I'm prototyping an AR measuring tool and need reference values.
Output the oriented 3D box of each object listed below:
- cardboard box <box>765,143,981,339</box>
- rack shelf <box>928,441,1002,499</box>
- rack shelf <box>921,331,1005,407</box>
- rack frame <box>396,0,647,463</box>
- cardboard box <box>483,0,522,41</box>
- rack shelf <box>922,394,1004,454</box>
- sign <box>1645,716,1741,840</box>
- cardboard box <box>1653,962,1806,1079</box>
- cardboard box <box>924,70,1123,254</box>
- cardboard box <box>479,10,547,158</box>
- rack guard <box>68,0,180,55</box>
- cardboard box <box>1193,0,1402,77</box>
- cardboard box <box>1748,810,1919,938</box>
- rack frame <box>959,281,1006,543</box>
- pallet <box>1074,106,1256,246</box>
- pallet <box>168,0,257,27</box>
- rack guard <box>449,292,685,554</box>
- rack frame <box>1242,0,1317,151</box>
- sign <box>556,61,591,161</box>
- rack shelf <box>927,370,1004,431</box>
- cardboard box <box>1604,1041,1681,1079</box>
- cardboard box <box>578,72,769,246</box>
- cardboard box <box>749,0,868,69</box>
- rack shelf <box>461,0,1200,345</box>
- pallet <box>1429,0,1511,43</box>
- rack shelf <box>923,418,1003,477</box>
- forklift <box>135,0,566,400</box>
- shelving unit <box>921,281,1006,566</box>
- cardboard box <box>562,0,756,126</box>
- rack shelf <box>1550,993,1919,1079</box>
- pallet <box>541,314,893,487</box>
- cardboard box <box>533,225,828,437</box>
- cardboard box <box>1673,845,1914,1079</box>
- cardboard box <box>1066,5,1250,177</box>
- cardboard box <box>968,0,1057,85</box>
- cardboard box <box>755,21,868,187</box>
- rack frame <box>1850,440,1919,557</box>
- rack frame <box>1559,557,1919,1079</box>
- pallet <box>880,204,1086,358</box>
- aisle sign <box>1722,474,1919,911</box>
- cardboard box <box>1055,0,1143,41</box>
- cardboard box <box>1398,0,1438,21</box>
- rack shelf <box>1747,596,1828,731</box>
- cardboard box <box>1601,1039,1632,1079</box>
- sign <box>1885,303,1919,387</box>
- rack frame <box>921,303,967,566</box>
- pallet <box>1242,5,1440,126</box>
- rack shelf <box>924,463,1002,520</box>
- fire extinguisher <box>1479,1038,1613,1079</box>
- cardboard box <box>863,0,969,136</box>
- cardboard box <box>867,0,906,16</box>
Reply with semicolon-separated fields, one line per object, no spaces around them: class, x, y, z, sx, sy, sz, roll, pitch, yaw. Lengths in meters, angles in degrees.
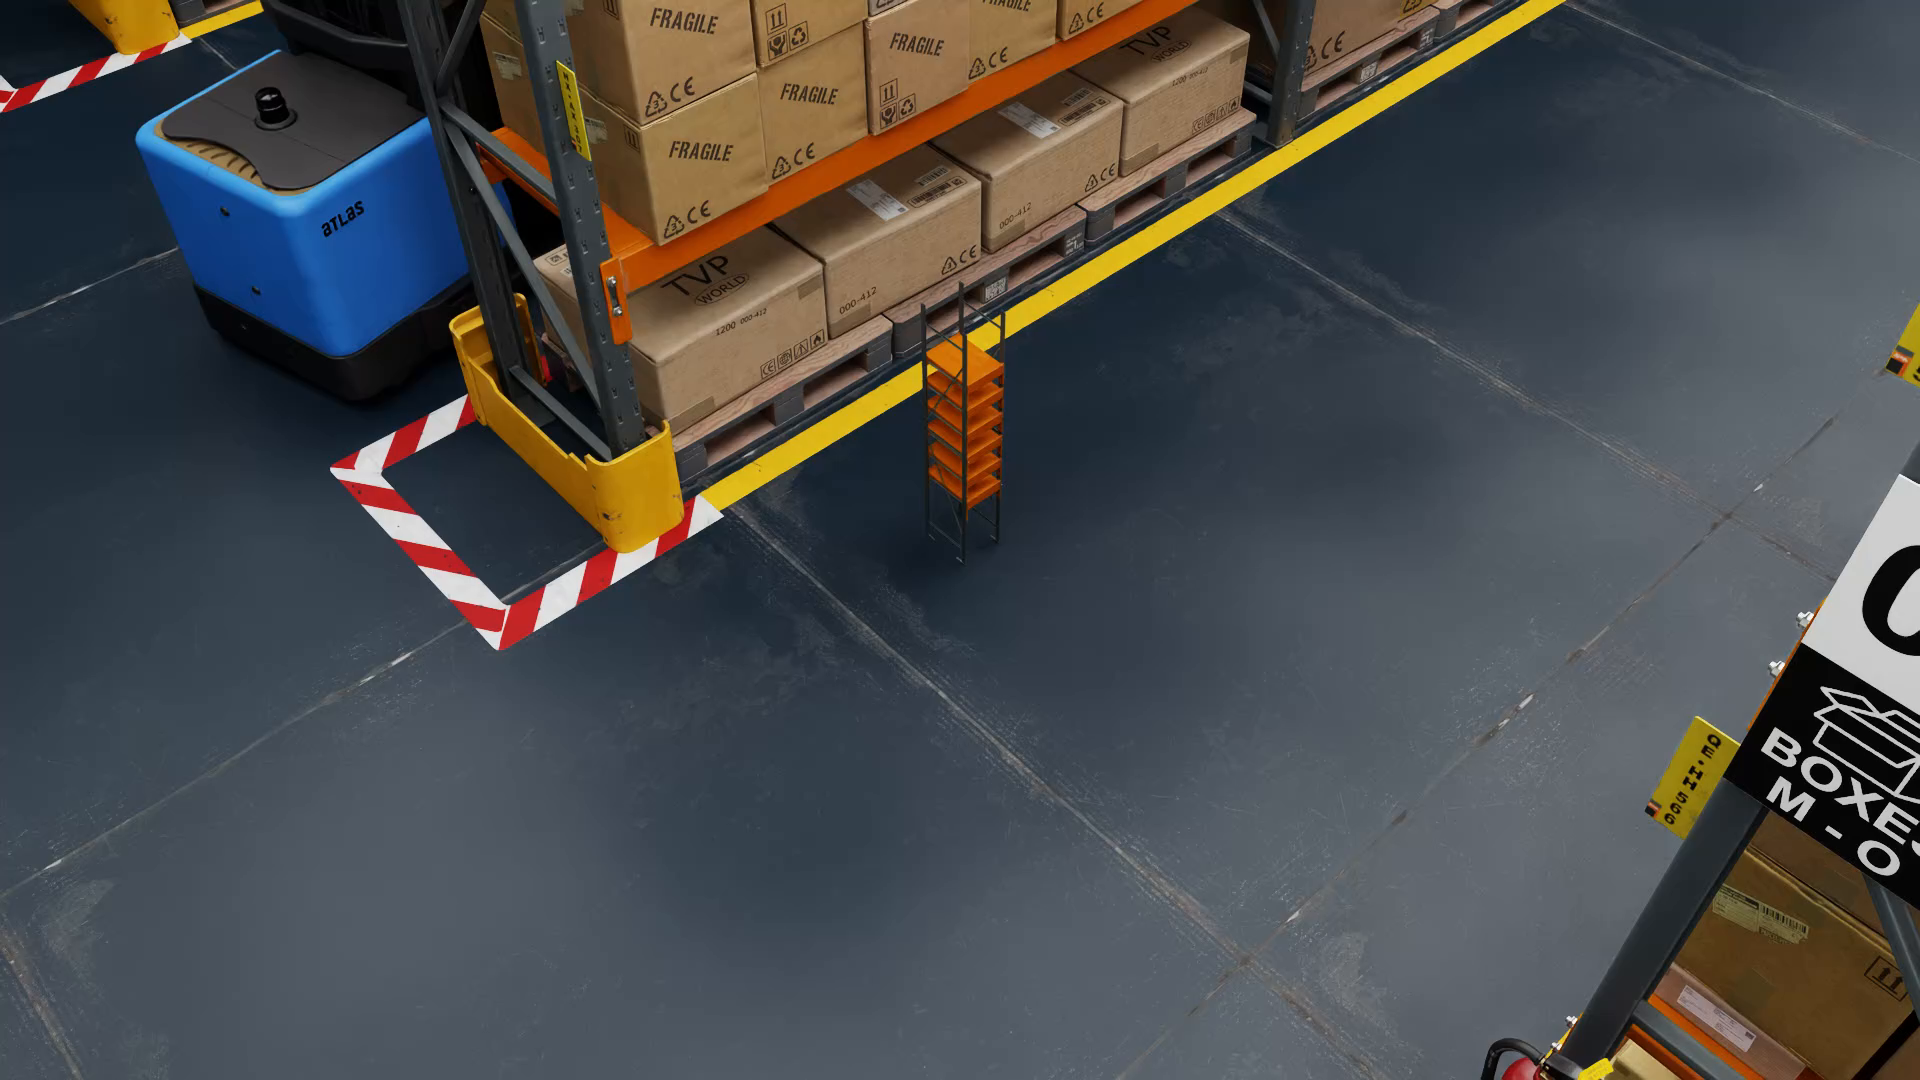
cardboard box;-0.515;-1.468;7.521;0.875;0.438;0.875;-32;55;-26
rack shelf;0.011;-0.303;6.436;0.180;0.103;0.258;-34;56;-27
rack shelf;0.011;-0.628;6.084;0.180;0.103;0.258;-34;56;-27
rack frame;-1.607;-1.357;5.961;0.127;3.000;1.000;-34;56;-27
cardboard box;-1.411;-2.098;5.896;0.500;0.500;0.500;-32;55;-26
rack shelf;0.011;-0.465;6.260;0.180;0.103;0.258;-34;56;-27
sign;1.439;0.473;3.269;0.005;0.325;0.100;-34;56;-27
cardboard box;1.849;1.055;3.906;0.250;0.149;0.380;-34;56;-27
cardboard box;0.154;-1.913;7.932;0.875;0.438;0.875;-35;56;-28
cardboard box;-1.428;-1.773;6.277;0.500;0.500;0.500;-33;56;-27
rack guard;-4.893;-3.244;9.403;0.348;0.500;1.175;-34;56;-27
cardboard box;1.757;-3.107;8.735;0.875;0.875;0.875;-32;55;-26
cardboard box;1.969;0.449;3.344;0.500;0.500;0.500;-35;56;-28
rack frame;0.078;-0.459;6.357;0.006;1.200;0.240;-34;56;-27
pallet;0.737;-2.056;8.503;1.213;0.211;1.003;-34;56;-27
pallet;-4.304;-3.541;9.874;1.213;0.211;1.003;-34;56;-27
rack guard;-1.625;-0.497;6.869;0.348;0.500;1.175;-34;56;-27
rack frame;1.352;-3.335;7.786;0.127;3.000;1.000;-34;56;-27
sign;-1.238;-1.373;5.333;0.005;0.325;0.100;-34;56;-27
rack shelf;0.011;-0.547;6.172;0.180;0.103;0.258;-34;56;-27
cardboard box;2.019;1.508;4.567;0.250;0.149;0.380;-33;55;-27
cardboard box;-1.059;-1.472;5.999;0.500;0.500;0.500;-34;56;-27
cardboard box;-0.683;-2.072;5.872;0.500;0.500;0.500;-35;56;-28
rack shelf;-0.127;-2.102;7.138;4.000;0.370;1.077;-34;56;-27
pallet;2.776;-3.418;9.760;1.213;0.211;1.003;-34;56;-27
rack shelf;0.011;-0.384;6.348;0.180;0.103;0.258;-34;56;-27
forklift;-2.191;-2.657;7.207;1.130;2.935;3.031;26;53;22
shelving unit;0.011;-0.414;6.316;0.189;1.200;0.258;-34;56;-27
cardboard box;-1.060;-1.812;5.633;0.500;0.500;0.500;-35;56;-28
rack shelf;3.277;0.540;4.700;4.000;0.370;1.077;-34;56;-27
pallet;-1.068;-0.849;7.390;1.213;0.211;1.003;-34;56;-27
cardboard box;-1.186;-1.011;7.100;0.875;0.438;0.875;-36;57;-28
cardboard box;1.957;0.788;3.712;0.500;0.500;0.500;-33;55;-26
cardboard box;0.816;-2.356;8.341;0.875;0.438;0.875;-35;56;-28
cardboard box;0.044;-2.236;6.704;0.500;0.500;0.500;-32;55;-26
cardboard box;-0.703;-1.737;6.244;0.500;0.500;0.500;-35;56;-28
rack frame;1.798;-0.750;1.319;0.127;3.000;1.000;-34;56;-27
rack frame;1.798;1.285;3.524;0.127;3.000;1.000;-34;56;-27
pallet;-0.166;-1.449;7.944;1.213;0.211;1.003;-34;56;-27
aisle sign;1.542;0.276;2.685;0.004;0.787;0.394;-34;56;-27
cardboard box;0.442;-2.486;6.935;0.500;0.500;0.500;-35;56;-28
cardboard box;2.420;-3.557;9.151;0.875;0.875;0.875;-32;55;-26
rack shelf;3.277;-0.477;3.598;4.000;0.370;1.077;-34;56;-27
cardboard box;1.996;1.592;4.692;0.250;0.149;0.380;-35;56;-28
sign;1.439;-0.344;2.383;0.005;0.325;0.100;-34;56;-27
rack frame;-0.057;-0.369;6.274;0.006;1.200;0.240;-34;56;-27
pallet;1.873;-2.811;9.200;1.213;0.211;1.003;-34;56;-27
rack shelf;0.011;-0.221;6.525;0.180;0.103;0.258;-34;56;-27
fire extinguisher;1.301;1.311;3.806;0.183;0.674;0.296;-34;56;-27
cardboard box;-0.315;-1.979;6.467;0.500;0.500;0.500;-34;56;-27
cardboard box;-0.307;-2.330;6.111;0.500;0.500;0.500;-34;56;-27
